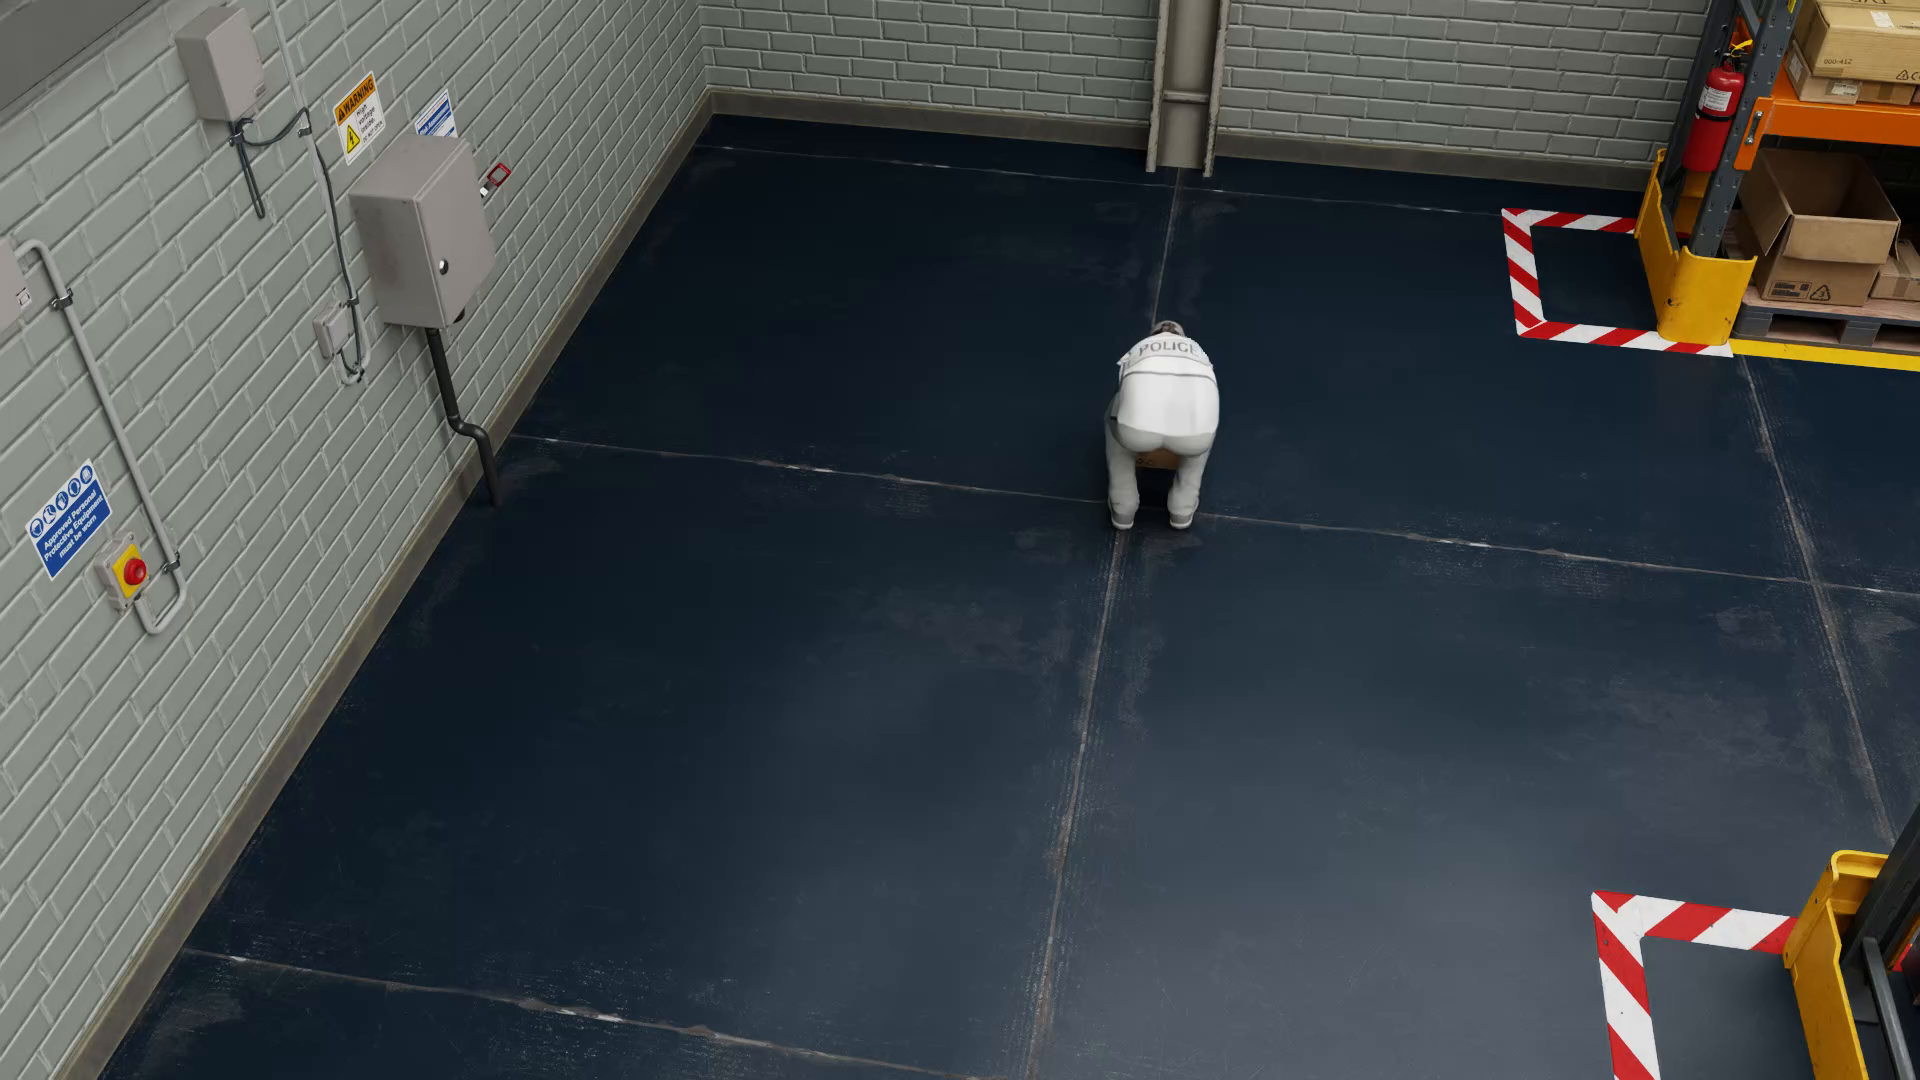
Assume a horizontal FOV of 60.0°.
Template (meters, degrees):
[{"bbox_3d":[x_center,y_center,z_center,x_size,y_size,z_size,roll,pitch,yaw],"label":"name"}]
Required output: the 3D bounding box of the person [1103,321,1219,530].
[{"bbox_3d":[0.894,-0.536,7.385,0.514,0.874,0.938,5,41,6],"label":"person"}]
